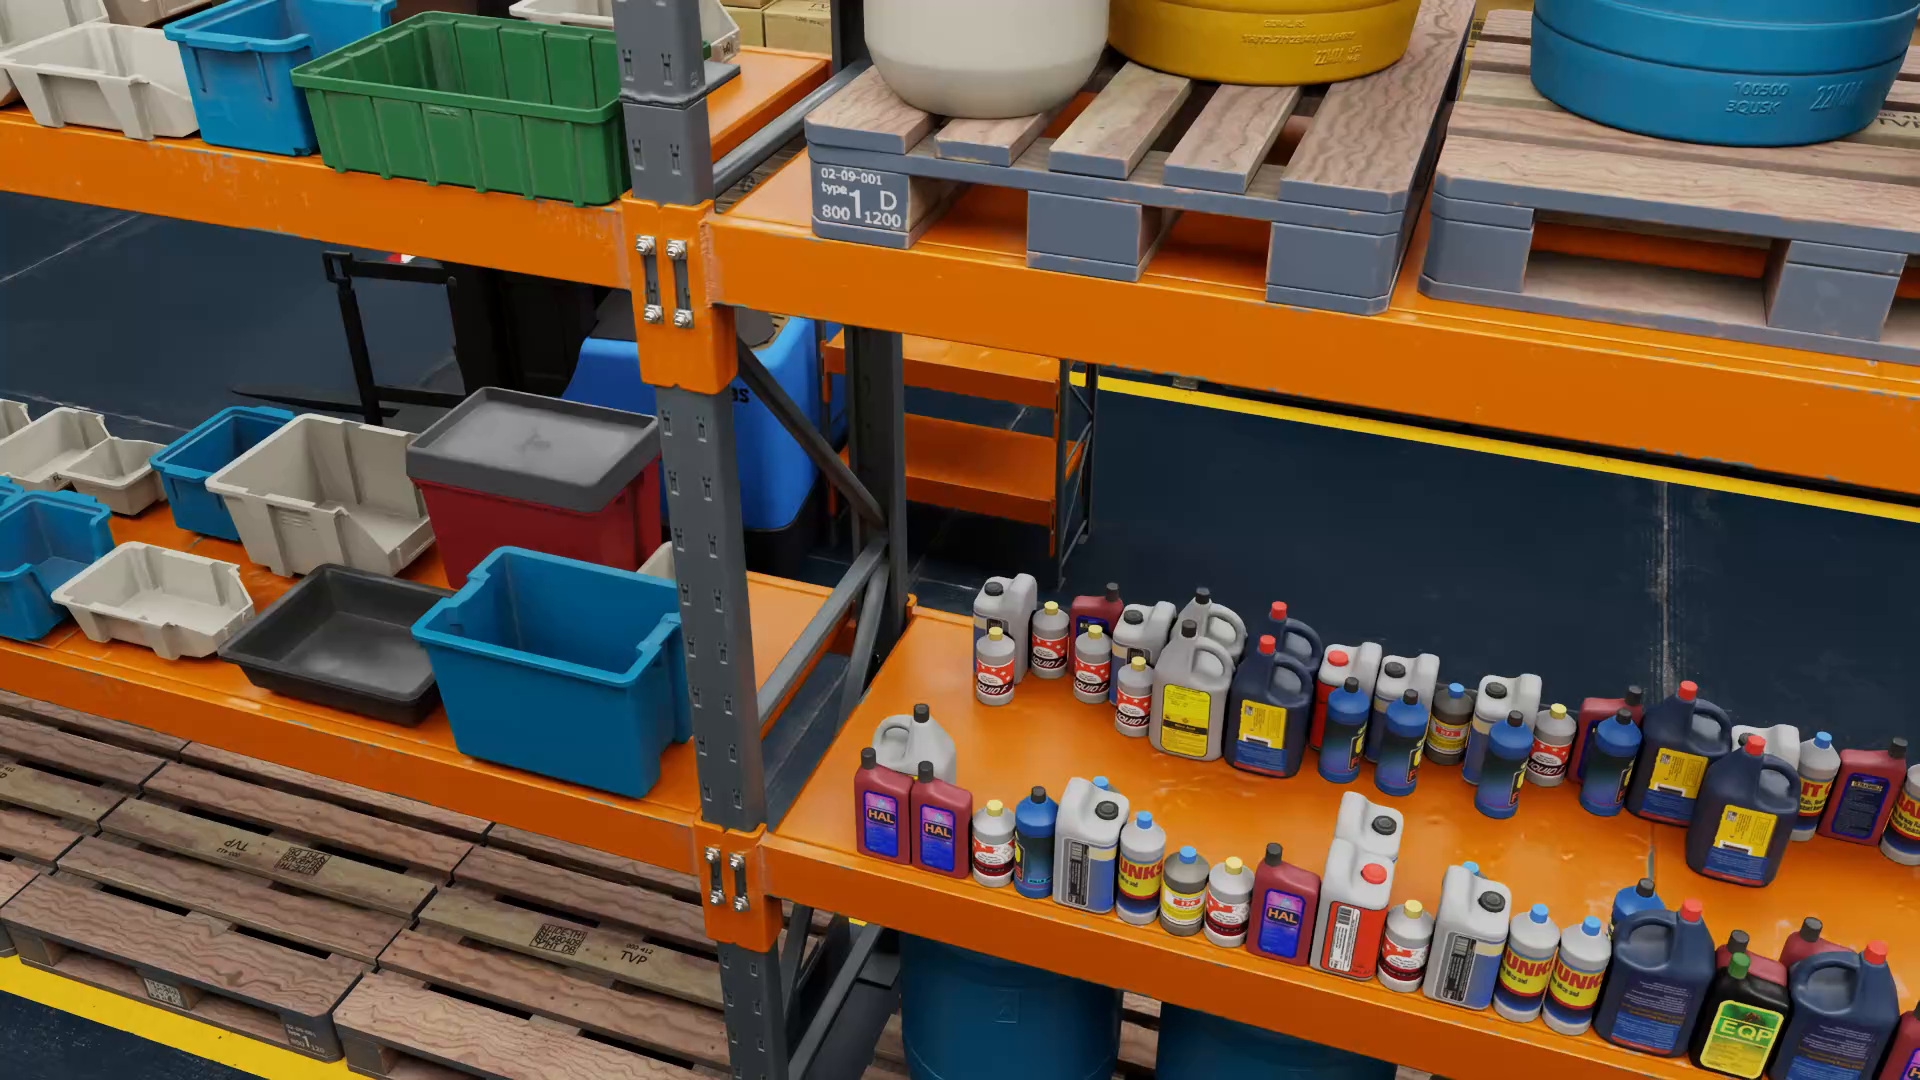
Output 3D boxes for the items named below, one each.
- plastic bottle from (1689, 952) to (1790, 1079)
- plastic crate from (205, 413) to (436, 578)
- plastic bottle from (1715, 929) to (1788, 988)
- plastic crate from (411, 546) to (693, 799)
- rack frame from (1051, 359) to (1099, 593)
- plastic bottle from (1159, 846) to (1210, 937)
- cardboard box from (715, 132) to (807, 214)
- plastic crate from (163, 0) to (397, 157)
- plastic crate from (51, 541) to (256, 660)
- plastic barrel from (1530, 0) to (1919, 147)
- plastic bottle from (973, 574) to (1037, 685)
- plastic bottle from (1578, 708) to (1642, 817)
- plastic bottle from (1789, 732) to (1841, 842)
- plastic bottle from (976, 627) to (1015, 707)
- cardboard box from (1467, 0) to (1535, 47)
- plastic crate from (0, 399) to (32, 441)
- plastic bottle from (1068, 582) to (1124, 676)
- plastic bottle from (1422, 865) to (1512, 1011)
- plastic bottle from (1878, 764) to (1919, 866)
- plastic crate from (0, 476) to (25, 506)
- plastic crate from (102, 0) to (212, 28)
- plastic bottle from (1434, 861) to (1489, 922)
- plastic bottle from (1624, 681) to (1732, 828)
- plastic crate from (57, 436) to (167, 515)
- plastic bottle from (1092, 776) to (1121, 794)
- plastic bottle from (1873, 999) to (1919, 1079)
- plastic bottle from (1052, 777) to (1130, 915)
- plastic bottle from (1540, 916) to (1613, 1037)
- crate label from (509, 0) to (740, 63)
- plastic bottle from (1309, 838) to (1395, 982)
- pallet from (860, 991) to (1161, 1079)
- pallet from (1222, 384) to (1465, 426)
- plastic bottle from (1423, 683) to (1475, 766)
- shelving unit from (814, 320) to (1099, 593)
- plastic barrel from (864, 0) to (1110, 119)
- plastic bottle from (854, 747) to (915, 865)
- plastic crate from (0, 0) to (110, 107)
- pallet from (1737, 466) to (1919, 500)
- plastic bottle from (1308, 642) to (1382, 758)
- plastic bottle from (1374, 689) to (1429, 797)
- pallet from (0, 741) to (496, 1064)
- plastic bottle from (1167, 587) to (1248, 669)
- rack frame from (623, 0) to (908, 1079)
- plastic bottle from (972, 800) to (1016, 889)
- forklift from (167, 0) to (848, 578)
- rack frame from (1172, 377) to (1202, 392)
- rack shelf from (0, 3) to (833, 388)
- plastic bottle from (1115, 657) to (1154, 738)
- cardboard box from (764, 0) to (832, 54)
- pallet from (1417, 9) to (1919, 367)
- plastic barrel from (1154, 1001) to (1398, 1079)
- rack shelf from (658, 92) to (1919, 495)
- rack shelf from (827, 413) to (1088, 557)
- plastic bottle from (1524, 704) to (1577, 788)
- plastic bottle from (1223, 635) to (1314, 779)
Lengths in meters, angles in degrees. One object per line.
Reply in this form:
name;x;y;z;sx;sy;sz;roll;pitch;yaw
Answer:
plastic bottle;1.499;0.910;3.183;0.133;0.283;0.061;11;34;16
plastic crate;-1.742;-0.096;4.688;0.530;0.282;0.437;11;34;16
plastic bottle;1.519;0.879;3.231;0.133;0.283;0.061;11;34;16
plastic crate;-0.921;0.323;3.944;0.575;0.384;0.392;11;34;16
rack frame;0.476;-0.382;6.804;0.032;1.125;0.500;11;34;16
plastic bottle;0.477;0.735;3.529;0.097;0.201;0.097;0;33;0
cardboard box;-0.975;-2.049;9.230;0.875;0.875;0.875;11;34;16
plastic crate;-1.331;-0.941;3.331;0.300;0.233;0.416;11;34;16
plastic crate;-2.107;0.173;4.404;0.466;0.136;0.293;11;34;16
plastic barrel;1.292;-1.160;2.667;0.708;0.901;0.600;11;34;16
plastic bottle;0.114;0.212;4.271;0.135;0.276;0.152;11;34;16
plastic bottle;1.501;0.503;3.825;0.097;0.271;0.097;0;33;0
plastic bottle;1.914;0.548;3.755;0.097;0.271;0.097;0;33;0
plastic bottle;0.089;0.310;4.187;0.097;0.201;0.097;0;33;0
cardboard box;2.551;-2.496;7.333;0.637;0.503;0.797;11;35;17
plastic crate;-3.035;-0.277;5.101;0.243;0.136;0.396;11;34;16
plastic bottle;0.347;0.228;4.239;0.133;0.283;0.061;11;34;16
plastic bottle;1.031;0.796;3.366;0.135;0.276;0.152;11;34;16
plastic bottle;2.131;0.590;3.689;0.097;0.271;0.097;0;33;0
plastic crate;-2.771;0.020;4.553;0.300;0.233;0.416;11;34;16
plastic crate;-2.103;-1.377;4.095;0.530;0.136;0.437;11;34;16
plastic bottle;1.055;0.760;3.490;0.097;0.201;0.097;0;33;0
plastic bottle;1.646;0.476;3.793;0.185;0.351;0.144;11;34;16
plastic crate;-2.480;-0.193;4.972;0.250;0.136;0.298;11;34;16
plastic bottle;0.310;0.615;3.715;0.097;0.201;0.097;0;33;0
plastic bottle;1.798;0.968;3.092;0.133;0.283;0.061;11;34;16
plastic bottle;0.285;0.651;3.591;0.135;0.276;0.152;11;34;16
plastic bottle;1.222;0.851;3.285;0.097;0.271;0.097;0;33;0
crate label;-0.730;-1.134;3.718;0.466;0.136;0.293;11;34;16
plastic bottle;0.812;0.753;3.432;0.135;0.276;0.152;11;34;16
pallet;0.346;1.587;4.598;1.213;0.211;1.003;11;34;16
pallet;2.056;-1.002;8.608;1.213;0.211;1.003;11;34;16
plastic bottle;1.177;0.434;3.995;0.097;0.201;0.097;0;33;0
shelving unit;-0.003;-0.474;6.946;1.048;1.125;0.538;11;34;16
plastic barrel;0.044;-1.017;2.781;0.433;0.535;0.433;0;33;0
plastic bottle;-0.165;0.587;3.684;0.133;0.283;0.061;11;34;16
plastic crate;-2.150;-1.127;3.573;0.530;0.282;0.437;11;34;16
pallet;4.353;-0.556;7.916;1.213;0.211;1.003;11;34;16
plastic bottle;0.932;0.371;4.024;0.135;0.276;0.152;11;34;16
plastic bottle;1.034;0.465;3.884;0.097;0.271;0.097;0;33;0
pallet;-2.224;1.087;5.372;1.213;0.211;1.003;11;34;16
plastic bottle;0.609;0.274;4.105;0.185;0.351;0.144;11;34;16
rack frame;-0.366;0.253;4.093;0.127;3.000;1.000;11;34;16
plastic bottle;0.075;0.657;3.650;0.097;0.201;0.097;0;33;0
forklift;-2.065;-1.443;6.783;3.031;2.935;1.130;7;33;10
rack frame;1.304;-2.276;8.010;0.127;3.000;1.000;11;34;16
rack shelf;-2.249;-1.071;4.042;4.000;0.370;1.077;11;34;16
plastic bottle;0.433;0.377;4.084;0.097;0.201;0.097;0;33;0
cardboard box;-0.644;-2.566;8.323;0.500;0.250;0.500;10;34;16
pallet;1.473;-0.629;2.867;1.213;0.211;1.003;11;34;16
plastic barrel;0.806;1.196;4.180;0.708;0.901;0.600;11;34;16
rack shelf;1.516;-0.339;2.908;4.000;0.370;1.077;11;34;16
rack shelf;-0.003;-0.269;7.079;1.000;0.278;0.538;11;34;16
plastic bottle;1.396;0.477;3.930;0.097;0.201;0.097;0;33;0
plastic bottle;0.735;0.382;3.939;0.185;0.351;0.144;11;34;16
